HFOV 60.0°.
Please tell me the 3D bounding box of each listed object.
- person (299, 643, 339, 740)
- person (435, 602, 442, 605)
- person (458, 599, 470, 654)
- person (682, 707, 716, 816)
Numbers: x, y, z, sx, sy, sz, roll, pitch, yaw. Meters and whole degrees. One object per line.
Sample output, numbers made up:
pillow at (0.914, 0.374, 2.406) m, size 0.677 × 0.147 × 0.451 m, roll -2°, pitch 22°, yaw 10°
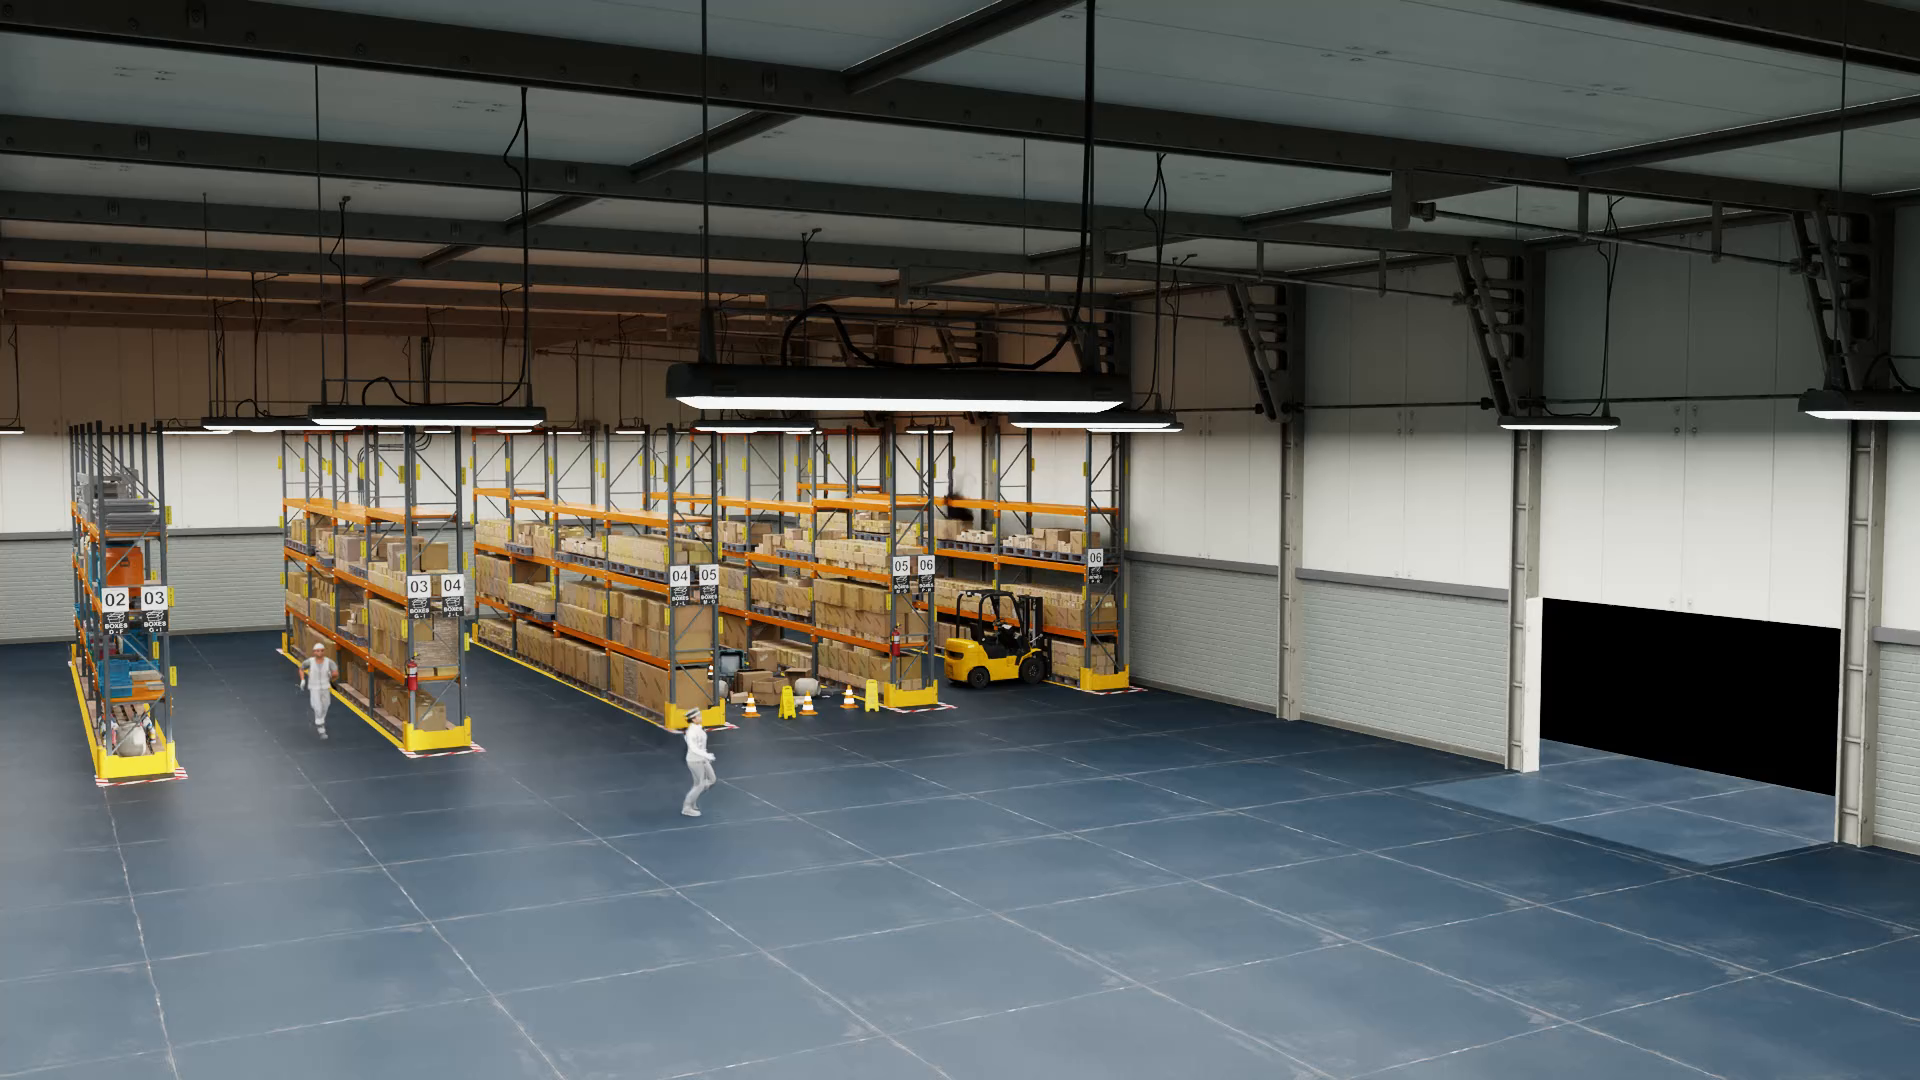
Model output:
person at (-12.157, 2.841, 31.572) m, size 0.663 × 1.777 × 1.004 m, roll -2°, pitch 4°, yaw -33°
person at (-14.007, 2.089, 44.691) m, size 0.625 × 1.780 × 0.861 m, roll -2°, pitch 4°, yaw -25°
person at (-13.089, 2.154, 43.307) m, size 0.666 × 1.795 × 0.924 m, roll -2°, pitch 4°, yaw -23°
person at (-3.957, 3.337, 25.191) m, size 0.525 × 1.659 × 0.629 m, roll 0°, pitch 4°, yaw -3°
